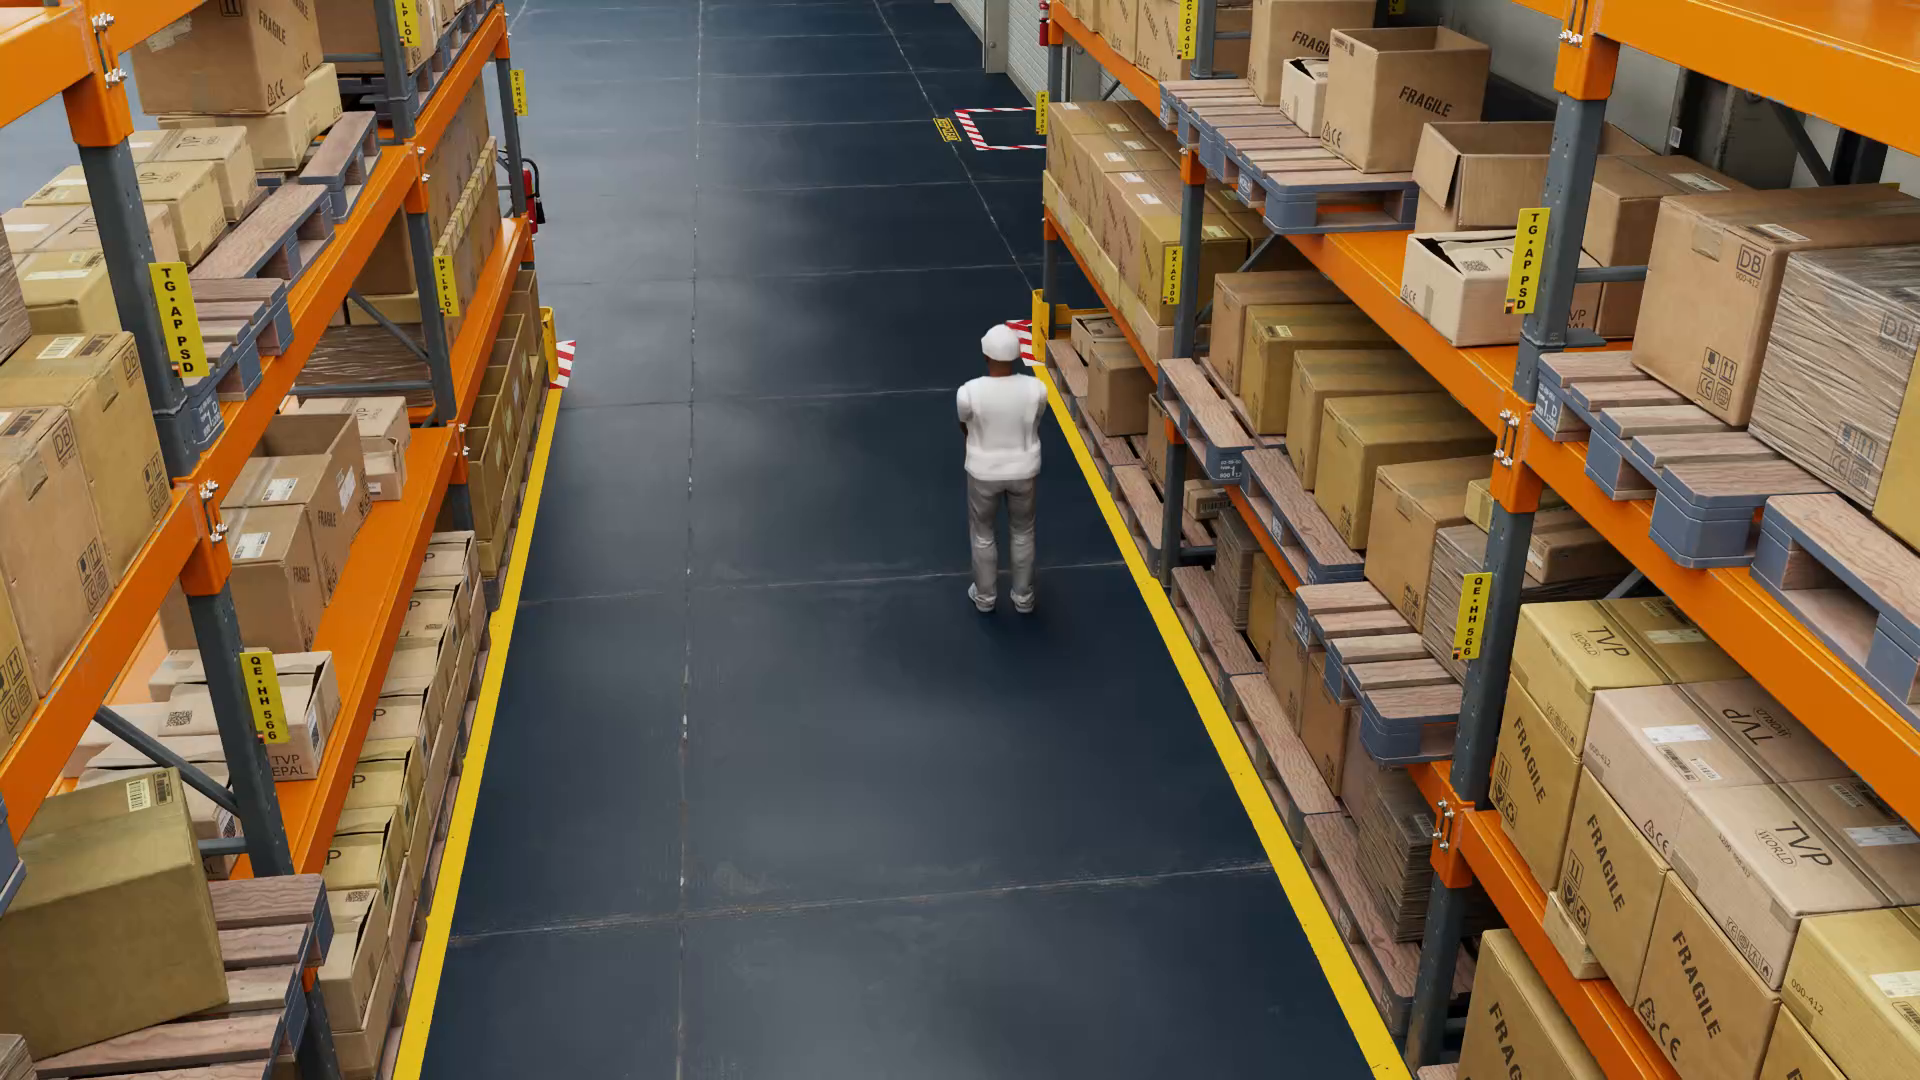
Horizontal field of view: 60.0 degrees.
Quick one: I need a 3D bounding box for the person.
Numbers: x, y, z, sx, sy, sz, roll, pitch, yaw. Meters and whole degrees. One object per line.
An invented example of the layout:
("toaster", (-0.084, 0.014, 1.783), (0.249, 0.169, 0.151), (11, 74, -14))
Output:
("person", (0.216, -0.432, 9.445), (0.504, 1.760, 0.585), (-3, 27, -6))
